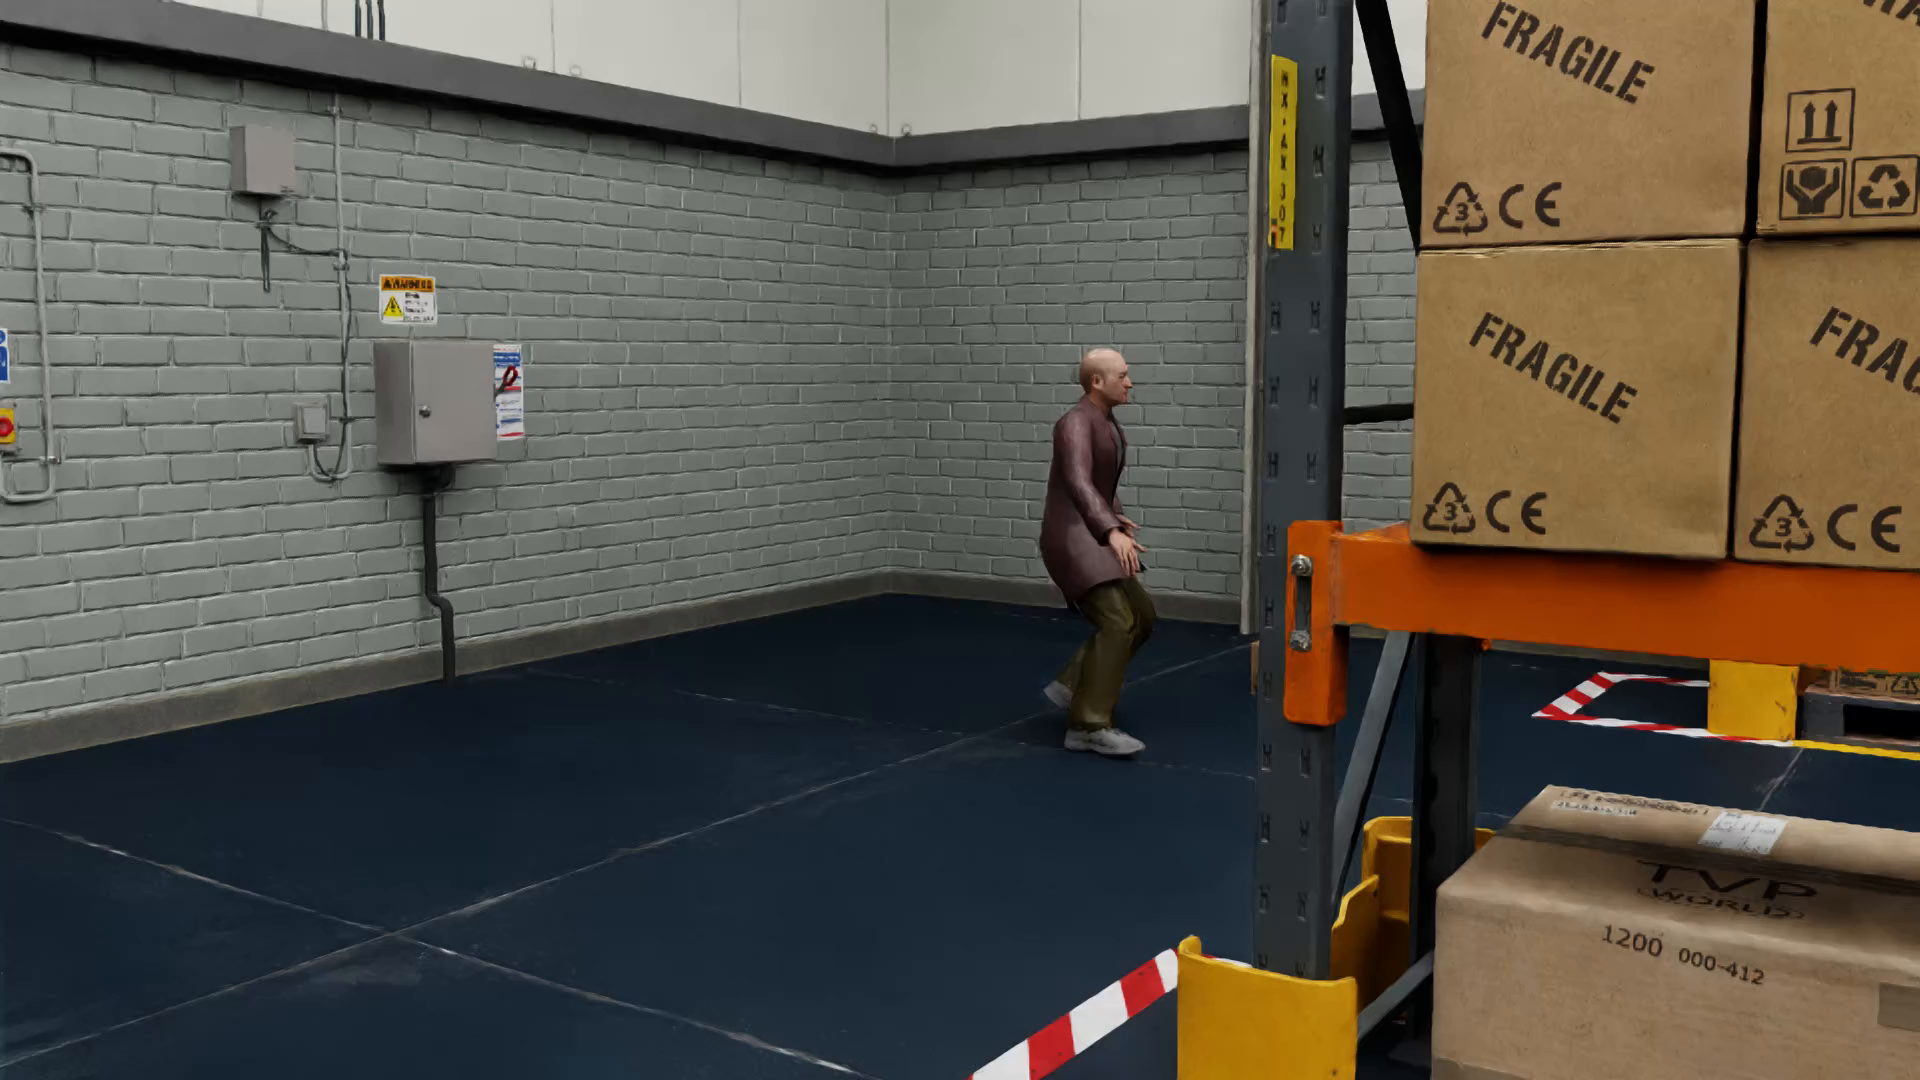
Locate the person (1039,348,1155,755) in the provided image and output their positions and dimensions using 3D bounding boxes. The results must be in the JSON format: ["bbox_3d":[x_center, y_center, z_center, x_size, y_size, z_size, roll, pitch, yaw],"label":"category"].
[{"bbox_3d":[0.579,0.033,7.078,0.494,1.693,0.965,1,6,9],"label":"person"}]
